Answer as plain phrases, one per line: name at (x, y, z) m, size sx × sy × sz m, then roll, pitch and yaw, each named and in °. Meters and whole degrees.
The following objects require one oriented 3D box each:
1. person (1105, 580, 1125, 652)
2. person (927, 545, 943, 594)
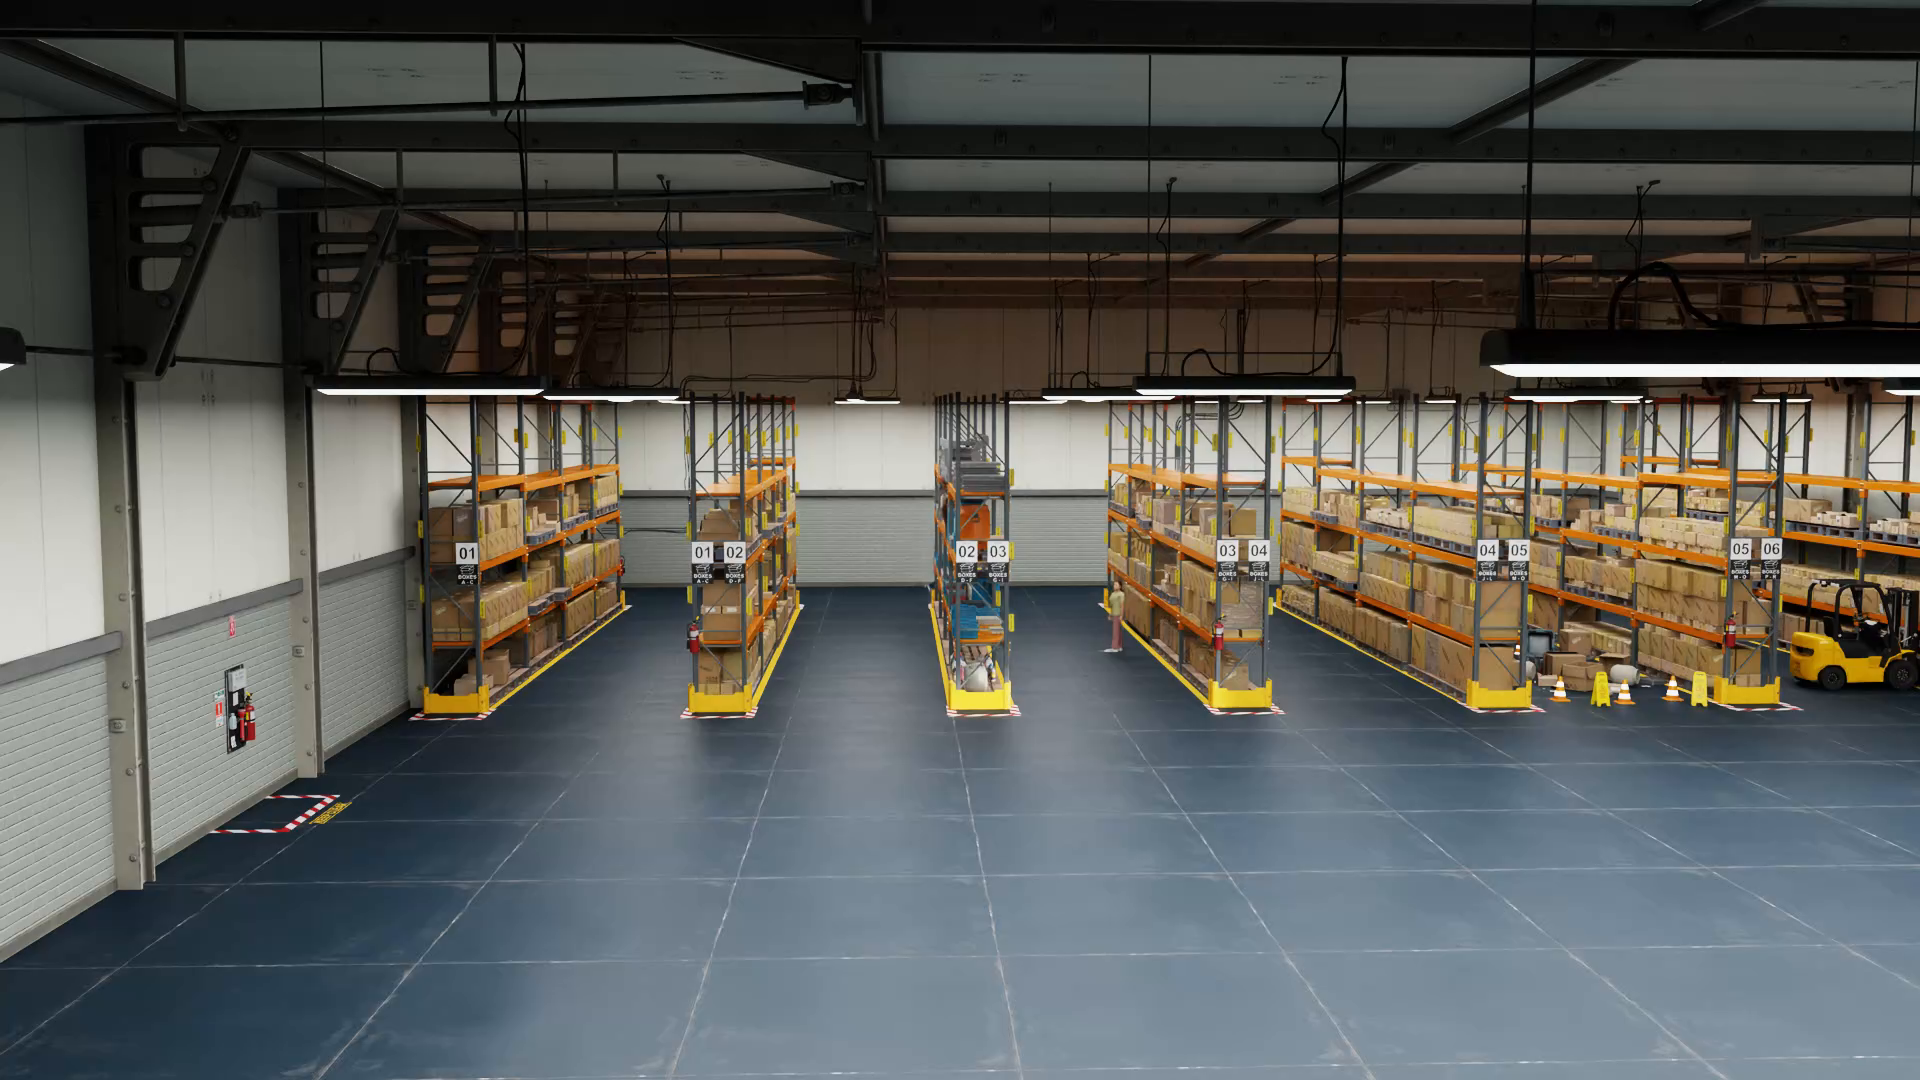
person at (3.598, 1.777, 38.897) m, size 0.488 × 1.667 × 0.498 m, roll -1°, pitch 5°, yaw -11°
person at (-0.681, 0.912, 50.225) m, size 0.580 × 1.554 × 0.419 m, roll 1°, pitch 5°, yaw 14°
